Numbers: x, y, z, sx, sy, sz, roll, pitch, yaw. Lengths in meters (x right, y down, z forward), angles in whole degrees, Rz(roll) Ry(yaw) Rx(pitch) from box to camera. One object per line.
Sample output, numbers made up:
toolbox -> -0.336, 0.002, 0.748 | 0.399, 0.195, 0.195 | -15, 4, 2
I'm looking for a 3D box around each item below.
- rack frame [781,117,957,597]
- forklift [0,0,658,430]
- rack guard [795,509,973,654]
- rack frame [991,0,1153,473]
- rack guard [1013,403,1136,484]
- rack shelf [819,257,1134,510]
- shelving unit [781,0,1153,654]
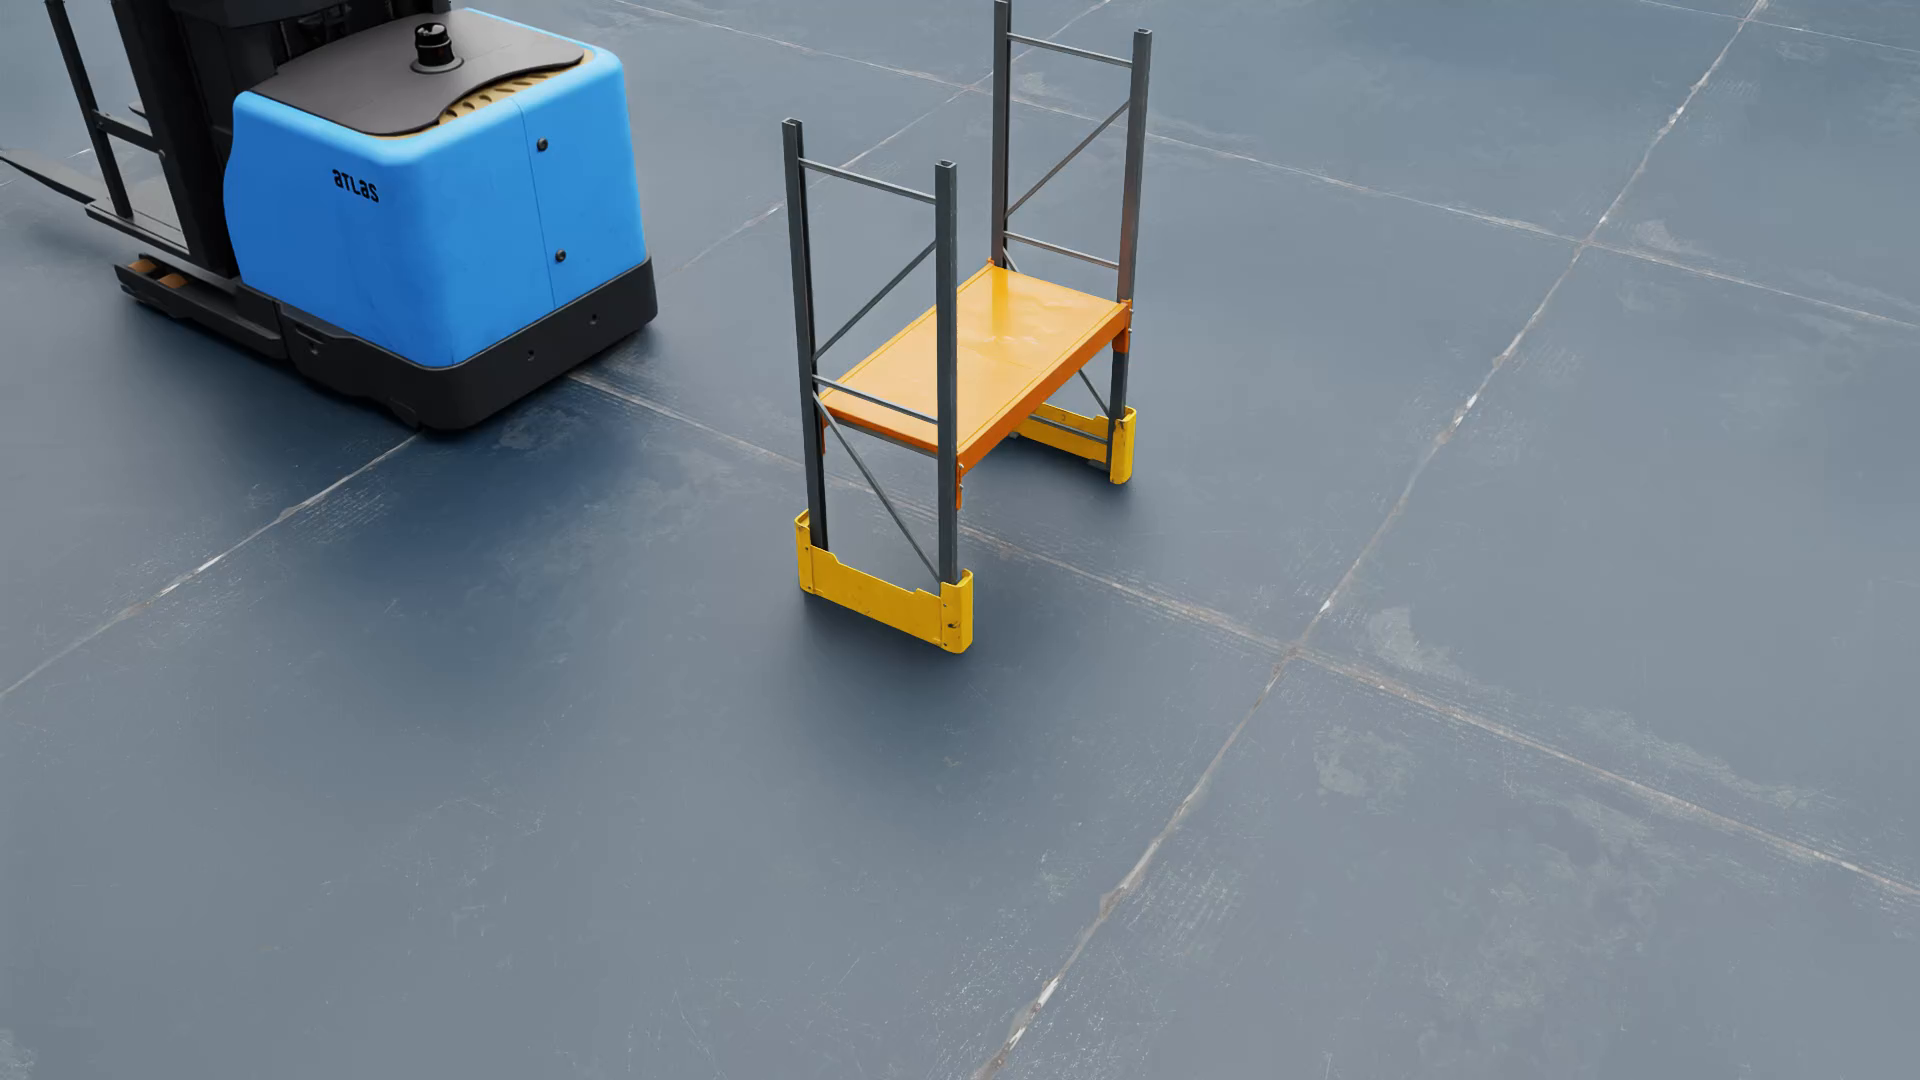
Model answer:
rack frame -> -0.227, -0.376, 4.509 | 0.500, 1.500, 0.032 | 21, 42, 25
forklift -> -2.628, -2.245, 5.762 | 3.031, 2.935, 1.130 | 24, 43, 27
rack guard -> -0.226, 0.118, 4.892 | 0.587, 0.250, 0.087 | 21, 42, 25
rack frame -> 0.318, -0.900, 5.189 | 0.500, 1.500, 0.032 | 21, 42, 25
rack guard -> 0.308, -0.395, 5.558 | 0.587, 0.250, 0.087 | 21, 42, 25
rack shelf -> 0.046, -0.496, 4.959 | 0.538, 0.185, 1.000 | 21, 42, 25
shelving unit -> 0.041, -0.633, 4.843 | 0.587, 1.500, 1.083 | 21, 42, 25
